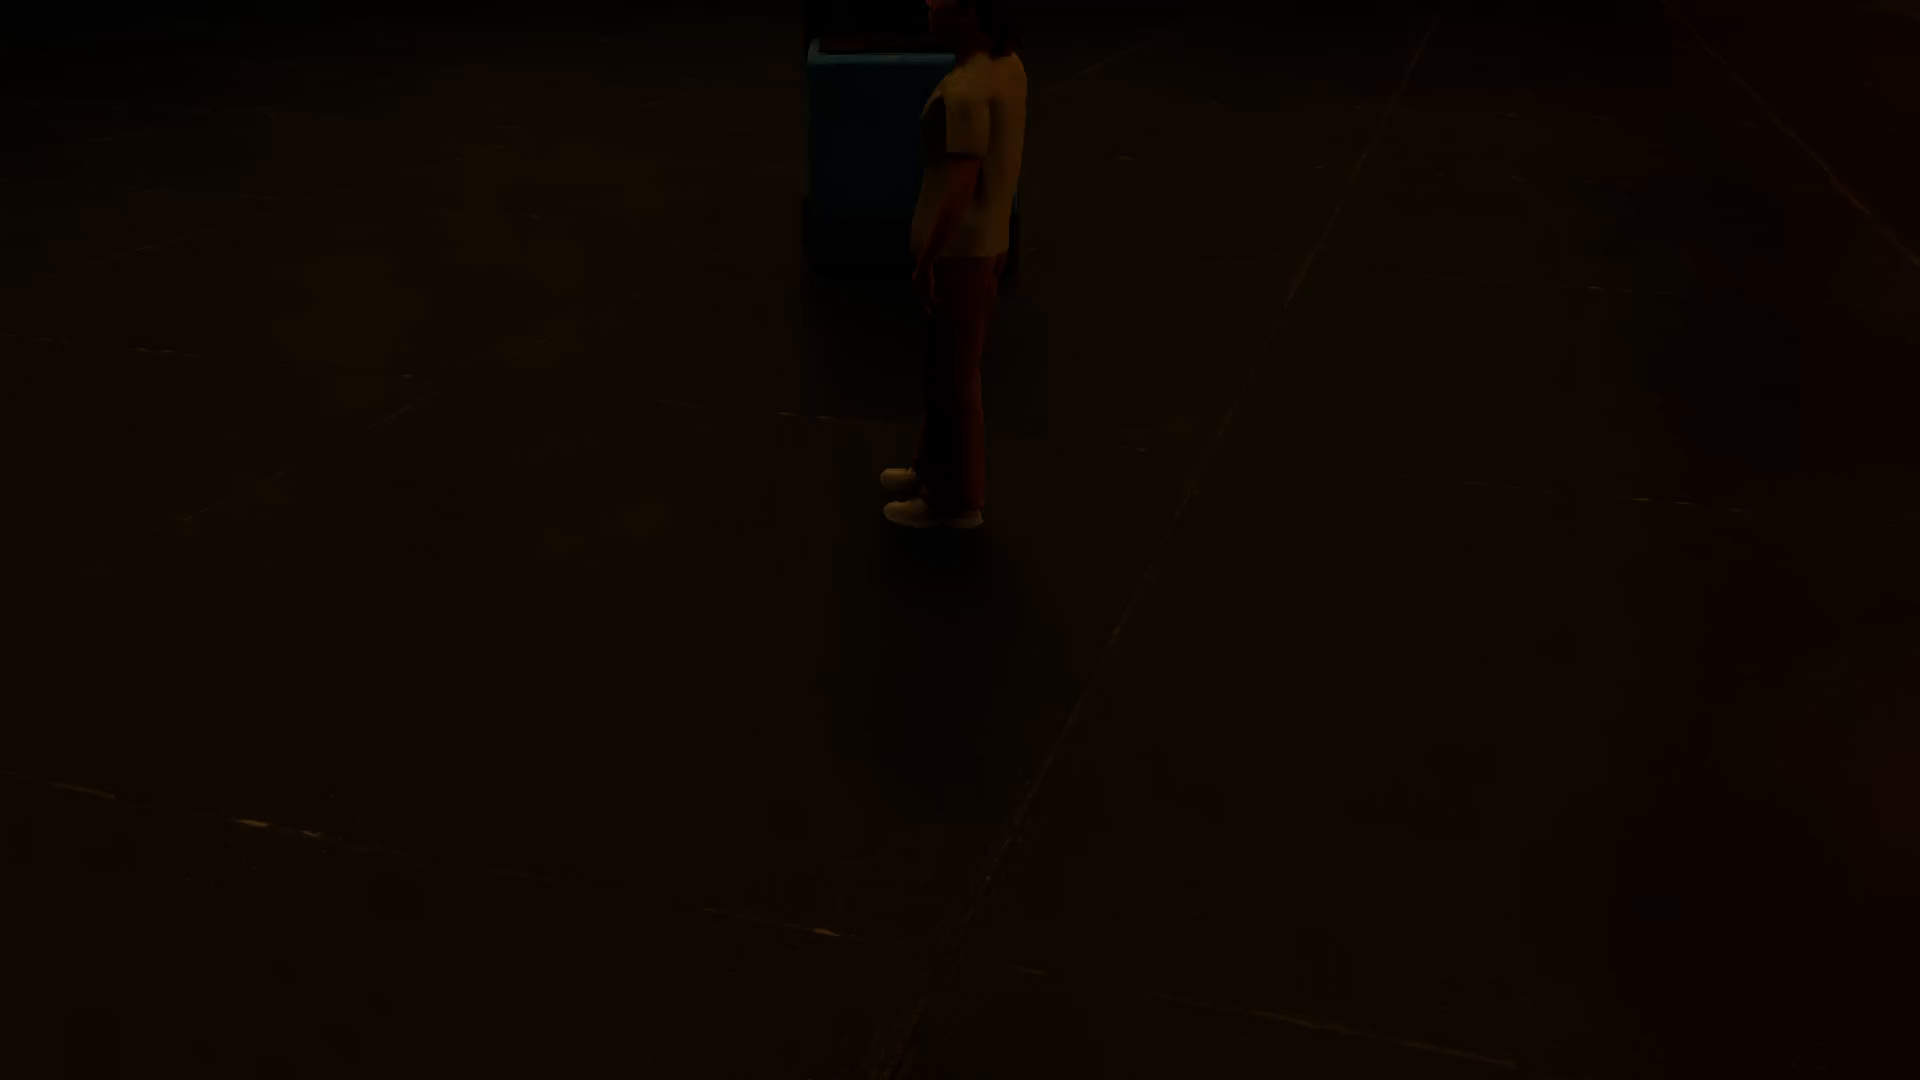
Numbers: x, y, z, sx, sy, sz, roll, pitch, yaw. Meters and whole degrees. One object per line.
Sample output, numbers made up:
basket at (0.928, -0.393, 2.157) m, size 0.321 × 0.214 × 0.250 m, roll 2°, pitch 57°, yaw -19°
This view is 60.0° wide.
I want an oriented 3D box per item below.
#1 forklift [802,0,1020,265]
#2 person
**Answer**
forklift at (-0.317, -3.237, 9.120) m, size 1.130 × 2.935 × 3.031 m, roll -1°, pitch 22°, yaw -3°
person at (-0.077, -0.825, 4.818) m, size 0.527 × 1.660 × 0.554 m, roll 7°, pitch 23°, yaw 16°
